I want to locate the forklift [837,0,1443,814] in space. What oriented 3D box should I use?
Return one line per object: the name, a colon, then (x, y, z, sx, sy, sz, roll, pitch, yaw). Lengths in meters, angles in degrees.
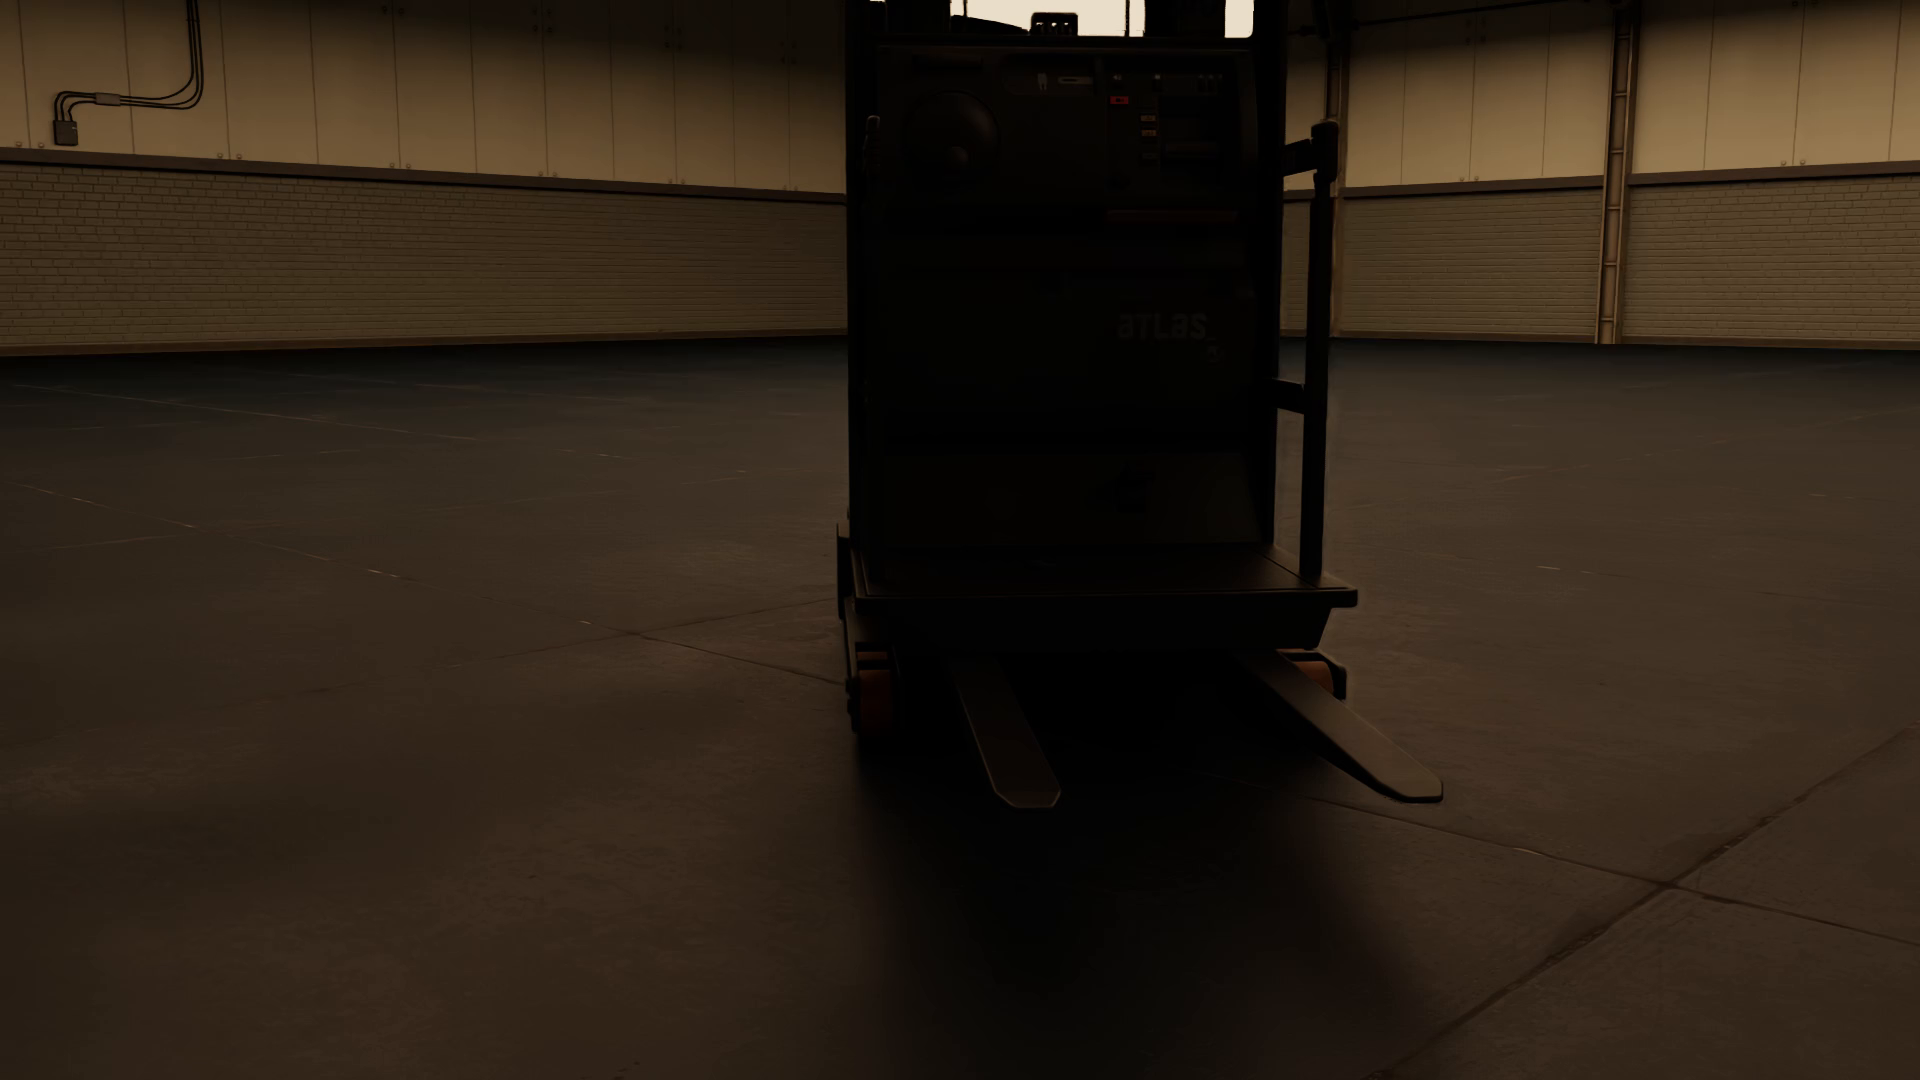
forklift: (0.282, -1.050, 3.847, 1.130, 2.935, 3.031, -1, 9, -5)
